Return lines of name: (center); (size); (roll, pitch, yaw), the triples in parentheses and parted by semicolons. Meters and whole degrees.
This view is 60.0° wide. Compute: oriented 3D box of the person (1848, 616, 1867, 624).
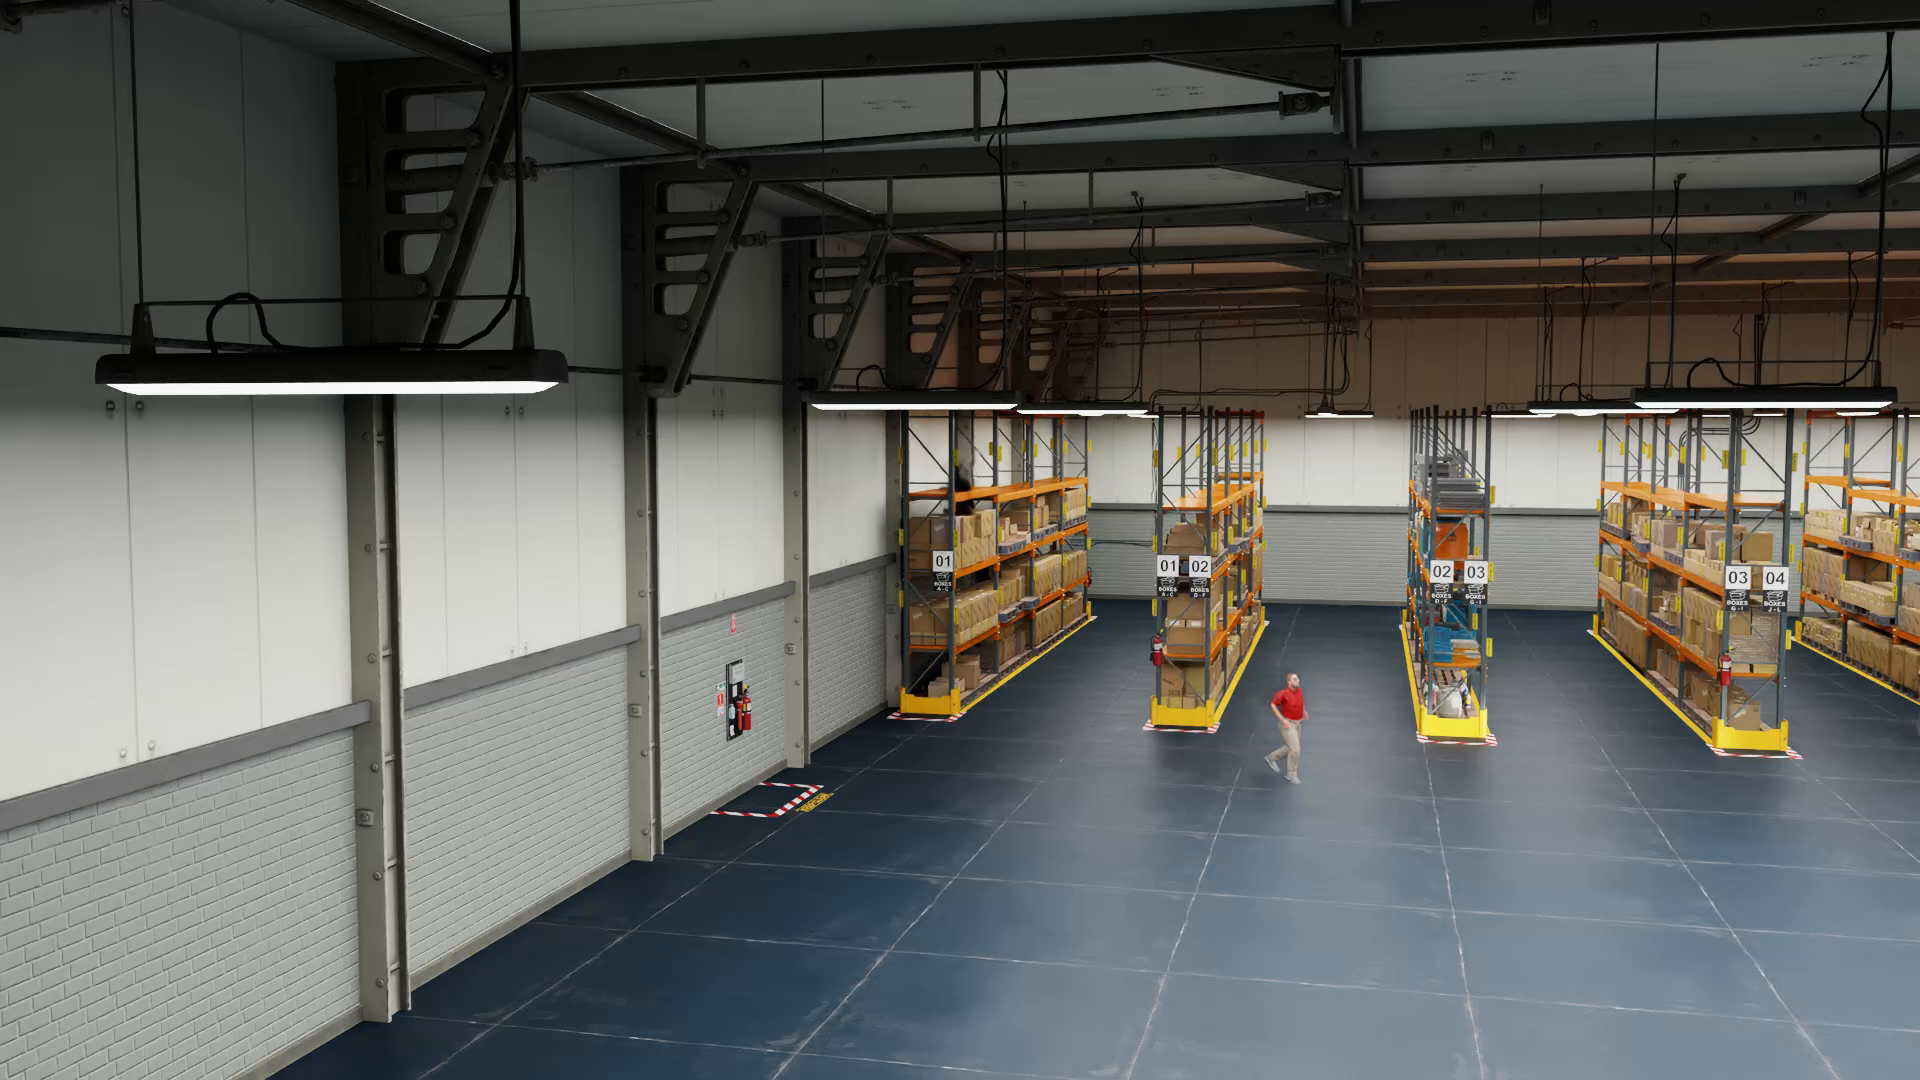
person: (23.556, 1.688, 43.934); (0.764, 1.781, 1.000); (-2, 4, -22)

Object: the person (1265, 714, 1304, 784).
person: (5.186, 3.312, 26.513); (0.774, 1.120, 0.410); (4, 6, 44)
